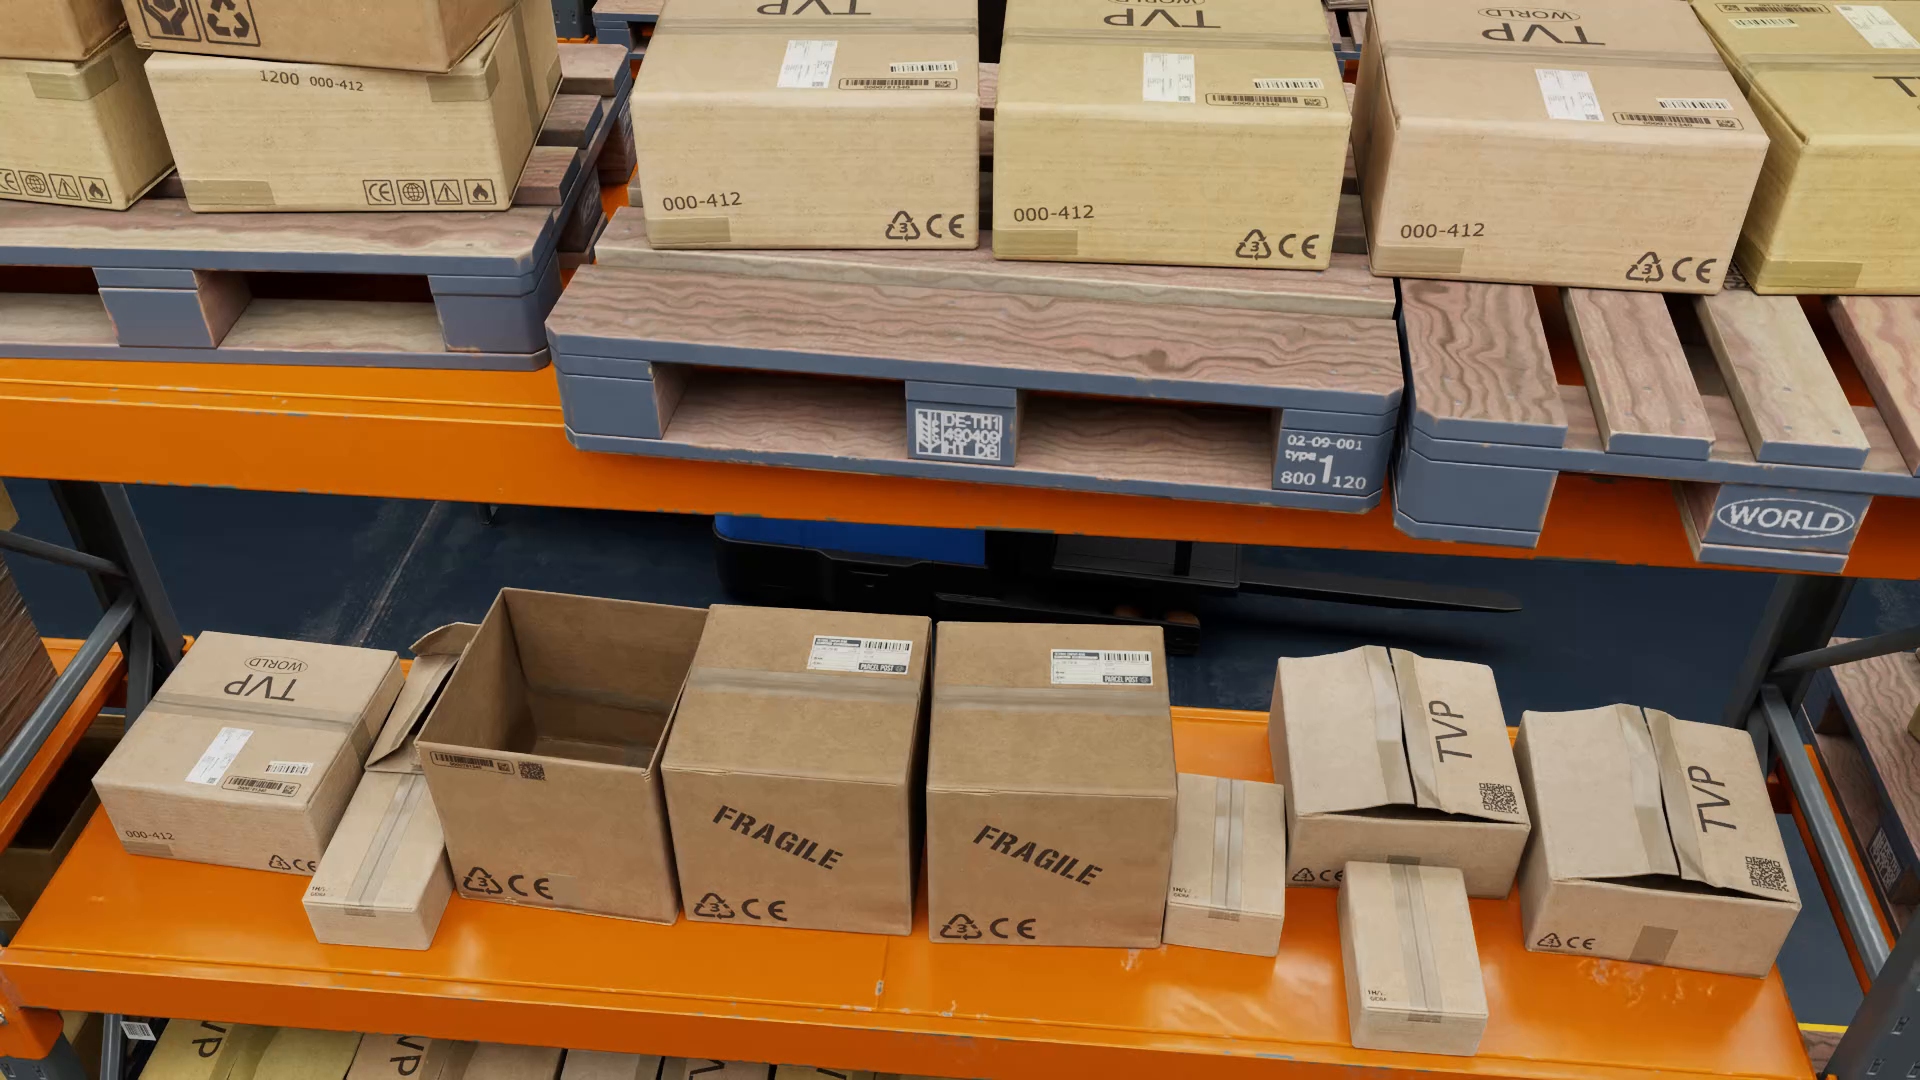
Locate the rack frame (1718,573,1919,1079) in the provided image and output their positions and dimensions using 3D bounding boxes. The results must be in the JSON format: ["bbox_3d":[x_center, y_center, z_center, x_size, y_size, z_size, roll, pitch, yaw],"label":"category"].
[{"bbox_3d":[1.864,0.652,3.573,0.127,3.000,1.000,3,39,4],"label":"rack frame"}]

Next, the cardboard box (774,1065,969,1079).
[{"bbox_3d":[-0.199,1.382,4.077,0.500,0.311,0.500,4,39,5],"label":"cardboard box"}]

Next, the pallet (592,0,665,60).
[{"bbox_3d":[-0.949,-2.474,7.565,1.213,0.211,1.003,3,39,4],"label":"pallet"}]

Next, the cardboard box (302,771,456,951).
[{"bbox_3d":[-1.256,0.708,3.703,0.250,0.149,0.380,3,39,4],"label":"cardboard box"}]

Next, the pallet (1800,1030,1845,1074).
[{"bbox_3d":[2.604,1.798,4.374,1.213,0.211,1.003,3,39,4],"label":"pallet"}]

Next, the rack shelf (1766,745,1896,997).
[{"bbox_3d":[3.856,1.040,3.666,4.000,0.370,1.077,3,39,4],"label":"rack shelf"}]

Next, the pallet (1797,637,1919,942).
[{"bbox_3d":[2.545,0.719,3.642,1.003,0.211,1.213,3,39,4],"label":"pallet"}]

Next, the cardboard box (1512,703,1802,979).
[{"bbox_3d":[1.505,0.639,3.659,0.500,0.311,0.500,5,39,7],"label":"cardboard box"}]

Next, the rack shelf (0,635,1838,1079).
[{"bbox_3d":[-0.129,0.822,3.934,4.000,0.370,1.077,3,39,4],"label":"rack shelf"}]

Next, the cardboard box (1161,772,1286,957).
[{"bbox_3d":[0.588,0.715,3.694,0.250,0.149,0.380,6,40,7],"label":"cardboard box"}]

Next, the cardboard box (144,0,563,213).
[{"bbox_3d":[-0.961,-0.766,2.725,0.500,0.250,0.500,0,39,-1],"label":"cardboard box"}]

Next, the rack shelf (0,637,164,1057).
[{"bbox_3d":[-4.114,0.604,4.201,4.000,0.370,1.077,3,39,4],"label":"rack shelf"}]

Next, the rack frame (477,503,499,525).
[{"bbox_3d":[-1.910,-0.801,6.546,0.032,1.500,0.500,6,40,7],"label":"rack frame"}]

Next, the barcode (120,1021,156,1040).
[{"bbox_3d":[-1.903,1.136,3.849,0.075,0.075,0.001,3,39,4],"label":"barcode"}]

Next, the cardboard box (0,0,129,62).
[{"bbox_3d":[-1.510,-1.066,2.500,0.500,0.500,0.500,4,39,4],"label":"cardboard box"}]

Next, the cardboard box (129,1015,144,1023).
[{"bbox_3d":[-2.557,1.122,4.841,0.500,0.250,0.500,3,39,4],"label":"cardboard box"}]

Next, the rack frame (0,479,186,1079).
[{"bbox_3d":[-2.121,0.434,3.841,0.127,3.000,1.000,3,39,4],"label":"rack frame"}]

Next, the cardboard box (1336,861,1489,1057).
[{"bbox_3d":[0.944,0.874,3.499,0.250,0.149,0.380,3,39,4],"label":"cardboard box"}]

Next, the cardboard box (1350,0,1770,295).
[{"bbox_3d":[0.883,-0.623,2.549,0.500,0.250,0.500,4,39,5],"label":"cardboard box"}]

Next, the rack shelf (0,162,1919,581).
[{"bbox_3d":[-0.129,-0.341,2.987,4.000,0.370,1.077,3,39,4],"label":"rack shelf"}]

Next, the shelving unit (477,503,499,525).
[{"bbox_3d":[-1.408,-0.749,6.482,1.048,1.500,0.538,6,40,7],"label":"shelving unit"}]

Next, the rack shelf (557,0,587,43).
[{"bbox_3d":[-3.690,-2.512,8.029,4.000,0.370,1.077,3,39,4],"label":"rack shelf"}]

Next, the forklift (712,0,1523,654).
[{"bbox_3d":[0.621,-1.073,5.746,3.031,2.935,1.130,6,40,7],"label":"forklift"}]

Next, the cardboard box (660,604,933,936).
[{"bbox_3d":[-0.334,0.503,3.676,0.500,0.500,0.500,3,39,4],"label":"cardboard box"}]

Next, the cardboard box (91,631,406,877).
[{"bbox_3d":[-1.627,0.492,3.889,0.500,0.250,0.500,5,39,7],"label":"cardboard box"}]

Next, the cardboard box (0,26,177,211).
[{"bbox_3d":[-1.508,-0.794,2.760,0.500,0.250,0.500,7,40,8],"label":"cardboard box"}]

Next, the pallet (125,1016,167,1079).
[{"bbox_3d":[-2.910,1.446,4.806,1.213,0.211,1.003,3,39,4],"label":"pallet"}]

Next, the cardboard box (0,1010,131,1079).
[{"bbox_3d":[-2.602,1.450,4.438,0.500,0.250,0.500,3,39,4],"label":"cardboard box"}]

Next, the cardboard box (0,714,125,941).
[{"bbox_3d":[-2.556,0.825,4.612,0.500,0.500,0.500,3,39,4],"label":"cardboard box"}]

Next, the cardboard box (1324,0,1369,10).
[{"bbox_3d":[1.818,-2.692,7.254,0.500,0.500,0.700,-1,39,-1],"label":"cardboard box"}]

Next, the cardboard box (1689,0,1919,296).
[{"bbox_3d":[1.407,-0.605,2.528,0.500,0.250,0.500,0,39,1],"label":"cardboard box"}]

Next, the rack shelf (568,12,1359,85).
[{"bbox_3d":[0.295,-2.294,7.762,4.000,0.370,1.077,3,39,4],"label":"rack shelf"}]

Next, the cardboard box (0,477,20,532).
[{"bbox_3d":[-2.372,0.007,3.772,0.250,0.149,0.380,3,39,4],"label":"cardboard box"}]

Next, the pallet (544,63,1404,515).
[{"bbox_3d":[0.066,-0.478,2.734,1.213,0.211,1.003,5,39,6],"label":"pallet"}]

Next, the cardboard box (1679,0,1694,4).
[{"bbox_3d":[3.270,-2.404,6.996,0.500,0.500,0.500,4,39,5],"label":"cardboard box"}]

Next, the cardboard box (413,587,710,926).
[{"bbox_3d":[-0.833,0.476,3.710,0.500,0.500,0.500,6,40,7],"label":"cardboard box"}]

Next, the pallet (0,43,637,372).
[{"bbox_3d":[-1.241,-0.615,2.905,1.217,0.209,0.805,2,39,2],"label":"pallet"}]

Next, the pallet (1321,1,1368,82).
[{"bbox_3d":[1.568,-2.361,7.427,1.003,0.211,1.213,3,39,4],"label":"pallet"}]

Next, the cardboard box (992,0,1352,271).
[{"bbox_3d":[0.314,-0.661,2.596,0.500,0.250,0.500,2,39,3],"label":"cardboard box"}]

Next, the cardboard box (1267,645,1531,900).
[{"bbox_3d":[0.989,0.516,3.811,0.500,0.311,0.500,3,39,3],"label":"cardboard box"}]

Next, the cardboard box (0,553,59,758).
[{"bbox_3d":[-2.564,0.375,3.834,0.500,0.500,0.700,2,39,3],"label":"cardboard box"}]

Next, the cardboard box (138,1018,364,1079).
[{"bbox_3d":[-1.731,1.299,4.179,0.500,0.311,0.500,3,39,4],"label":"cardboard box"}]

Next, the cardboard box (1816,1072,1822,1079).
[{"bbox_3d":[2.293,1.655,3.972,0.500,0.500,0.500,5,39,6],"label":"cardboard box"}]

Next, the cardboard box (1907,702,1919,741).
[{"bbox_3d":[2.501,0.414,3.454,0.500,0.500,0.700,-9,40,-11],"label":"cardboard box"}]

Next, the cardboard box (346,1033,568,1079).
[{"bbox_3d":[-1.233,1.330,4.141,0.500,0.311,0.500,3,39,3],"label":"cardboard box"}]

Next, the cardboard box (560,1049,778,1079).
[{"bbox_3d":[-0.717,1.357,4.108,0.500,0.311,0.500,2,39,2],"label":"cardboard box"}]

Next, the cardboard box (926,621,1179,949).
[{"bbox_3d":[0.191,0.532,3.641,0.500,0.500,0.500,1,39,1],"label":"cardboard box"}]

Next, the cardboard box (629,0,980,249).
[{"bbox_3d":[-0.222,-0.691,2.633,0.500,0.250,0.500,0,39,0],"label":"cardboard box"}]

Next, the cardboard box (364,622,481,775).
[{"bbox_3d":[-1.230,0.419,3.966,0.258,0.266,0.396,2,39,3],"label":"cardboard box"}]

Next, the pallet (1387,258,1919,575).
[{"bbox_3d":[1.180,-0.419,2.662,1.003,0.211,1.213,5,39,6],"label":"pallet"}]

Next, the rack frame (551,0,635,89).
[{"bbox_3d":[-1.698,-2.682,7.668,0.127,3.000,1.000,3,39,4],"label":"rack frame"}]

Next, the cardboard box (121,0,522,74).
[{"bbox_3d":[-0.941,-1.050,2.480,0.500,0.500,0.500,7,40,8],"label":"cardboard box"}]
